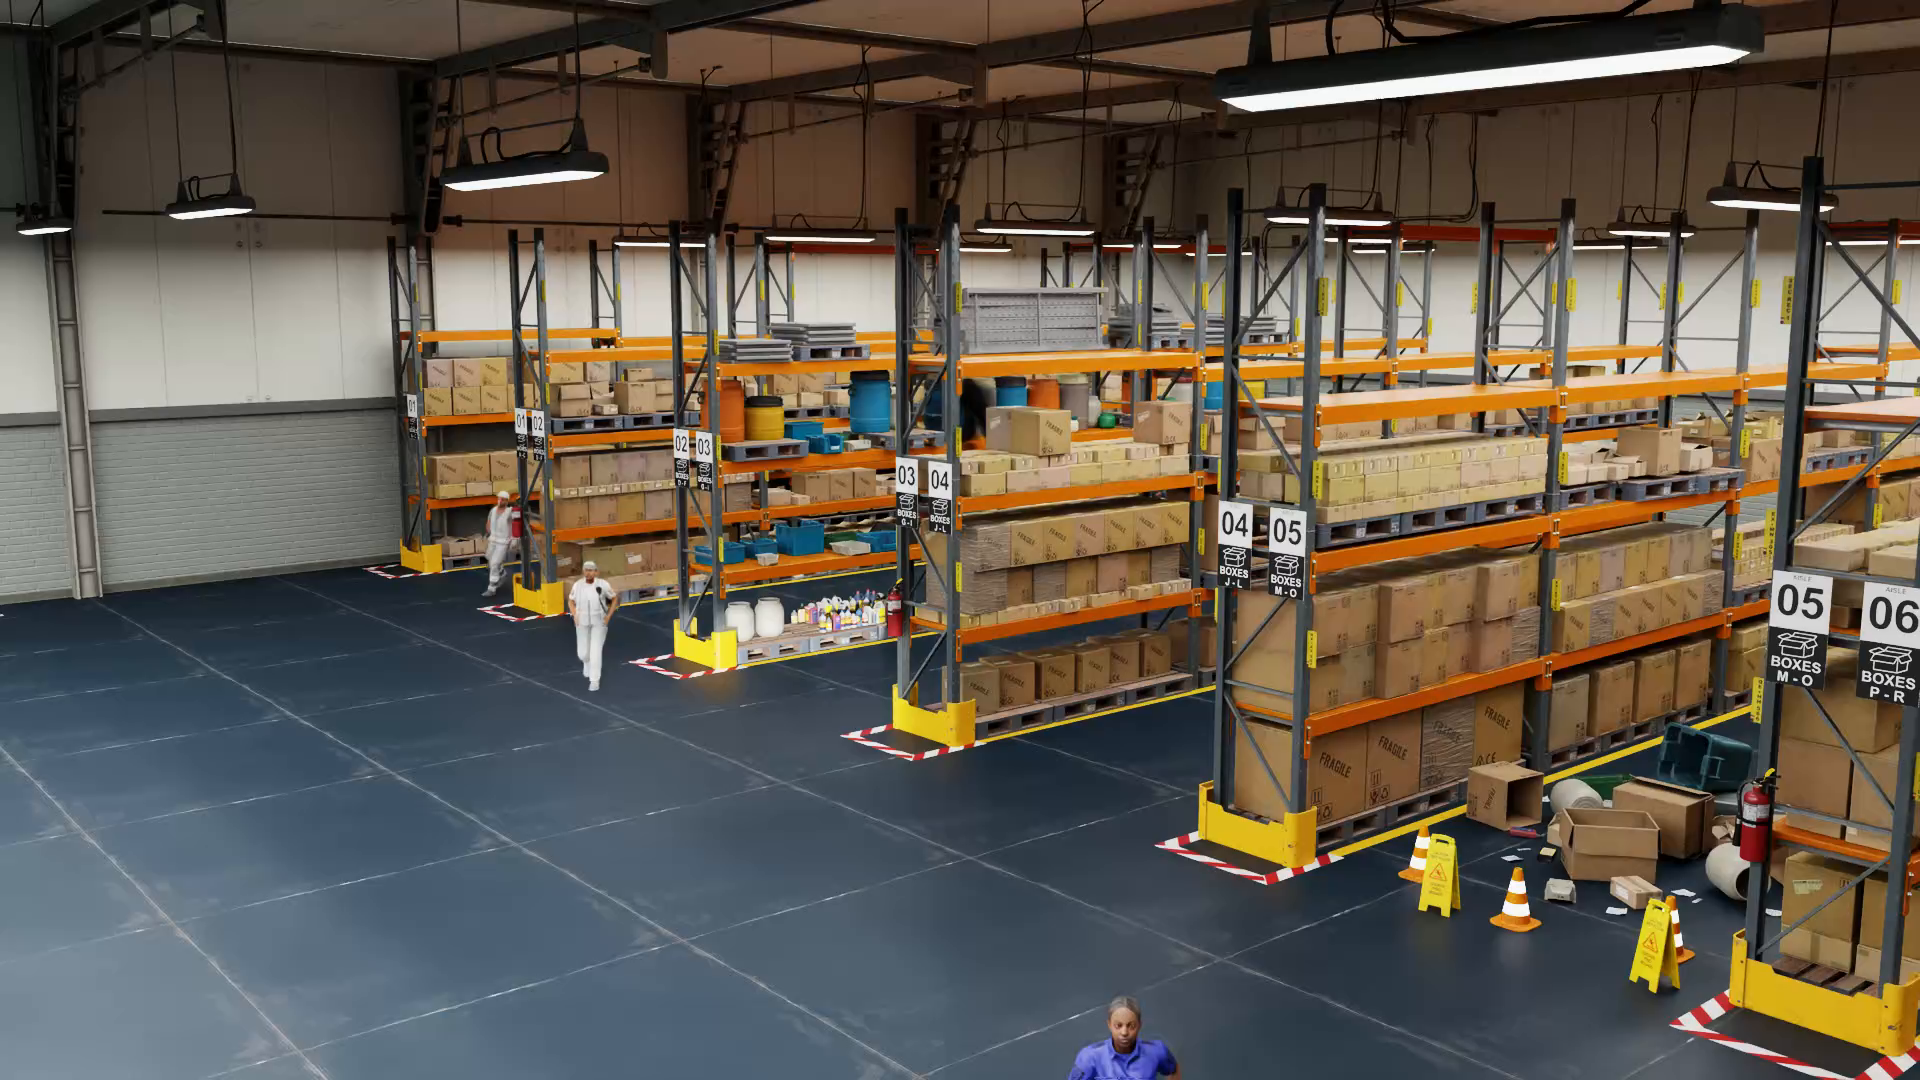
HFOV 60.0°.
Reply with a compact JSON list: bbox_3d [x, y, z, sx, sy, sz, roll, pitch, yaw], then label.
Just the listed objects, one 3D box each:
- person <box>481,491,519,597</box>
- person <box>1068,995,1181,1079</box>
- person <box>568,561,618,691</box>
[{"bbox_3d":[-7.611,0.042,27.764,0.726,1.754,0.791,3,9,20],"label":"person"},{"bbox_3d":[0.811,3.074,8.345,0.604,1.647,0.900,1,9,4],"label":"person"},{"bbox_3d":[-4.738,1.082,21.514,0.630,1.642,0.645,0,9,-3],"label":"person"}]
